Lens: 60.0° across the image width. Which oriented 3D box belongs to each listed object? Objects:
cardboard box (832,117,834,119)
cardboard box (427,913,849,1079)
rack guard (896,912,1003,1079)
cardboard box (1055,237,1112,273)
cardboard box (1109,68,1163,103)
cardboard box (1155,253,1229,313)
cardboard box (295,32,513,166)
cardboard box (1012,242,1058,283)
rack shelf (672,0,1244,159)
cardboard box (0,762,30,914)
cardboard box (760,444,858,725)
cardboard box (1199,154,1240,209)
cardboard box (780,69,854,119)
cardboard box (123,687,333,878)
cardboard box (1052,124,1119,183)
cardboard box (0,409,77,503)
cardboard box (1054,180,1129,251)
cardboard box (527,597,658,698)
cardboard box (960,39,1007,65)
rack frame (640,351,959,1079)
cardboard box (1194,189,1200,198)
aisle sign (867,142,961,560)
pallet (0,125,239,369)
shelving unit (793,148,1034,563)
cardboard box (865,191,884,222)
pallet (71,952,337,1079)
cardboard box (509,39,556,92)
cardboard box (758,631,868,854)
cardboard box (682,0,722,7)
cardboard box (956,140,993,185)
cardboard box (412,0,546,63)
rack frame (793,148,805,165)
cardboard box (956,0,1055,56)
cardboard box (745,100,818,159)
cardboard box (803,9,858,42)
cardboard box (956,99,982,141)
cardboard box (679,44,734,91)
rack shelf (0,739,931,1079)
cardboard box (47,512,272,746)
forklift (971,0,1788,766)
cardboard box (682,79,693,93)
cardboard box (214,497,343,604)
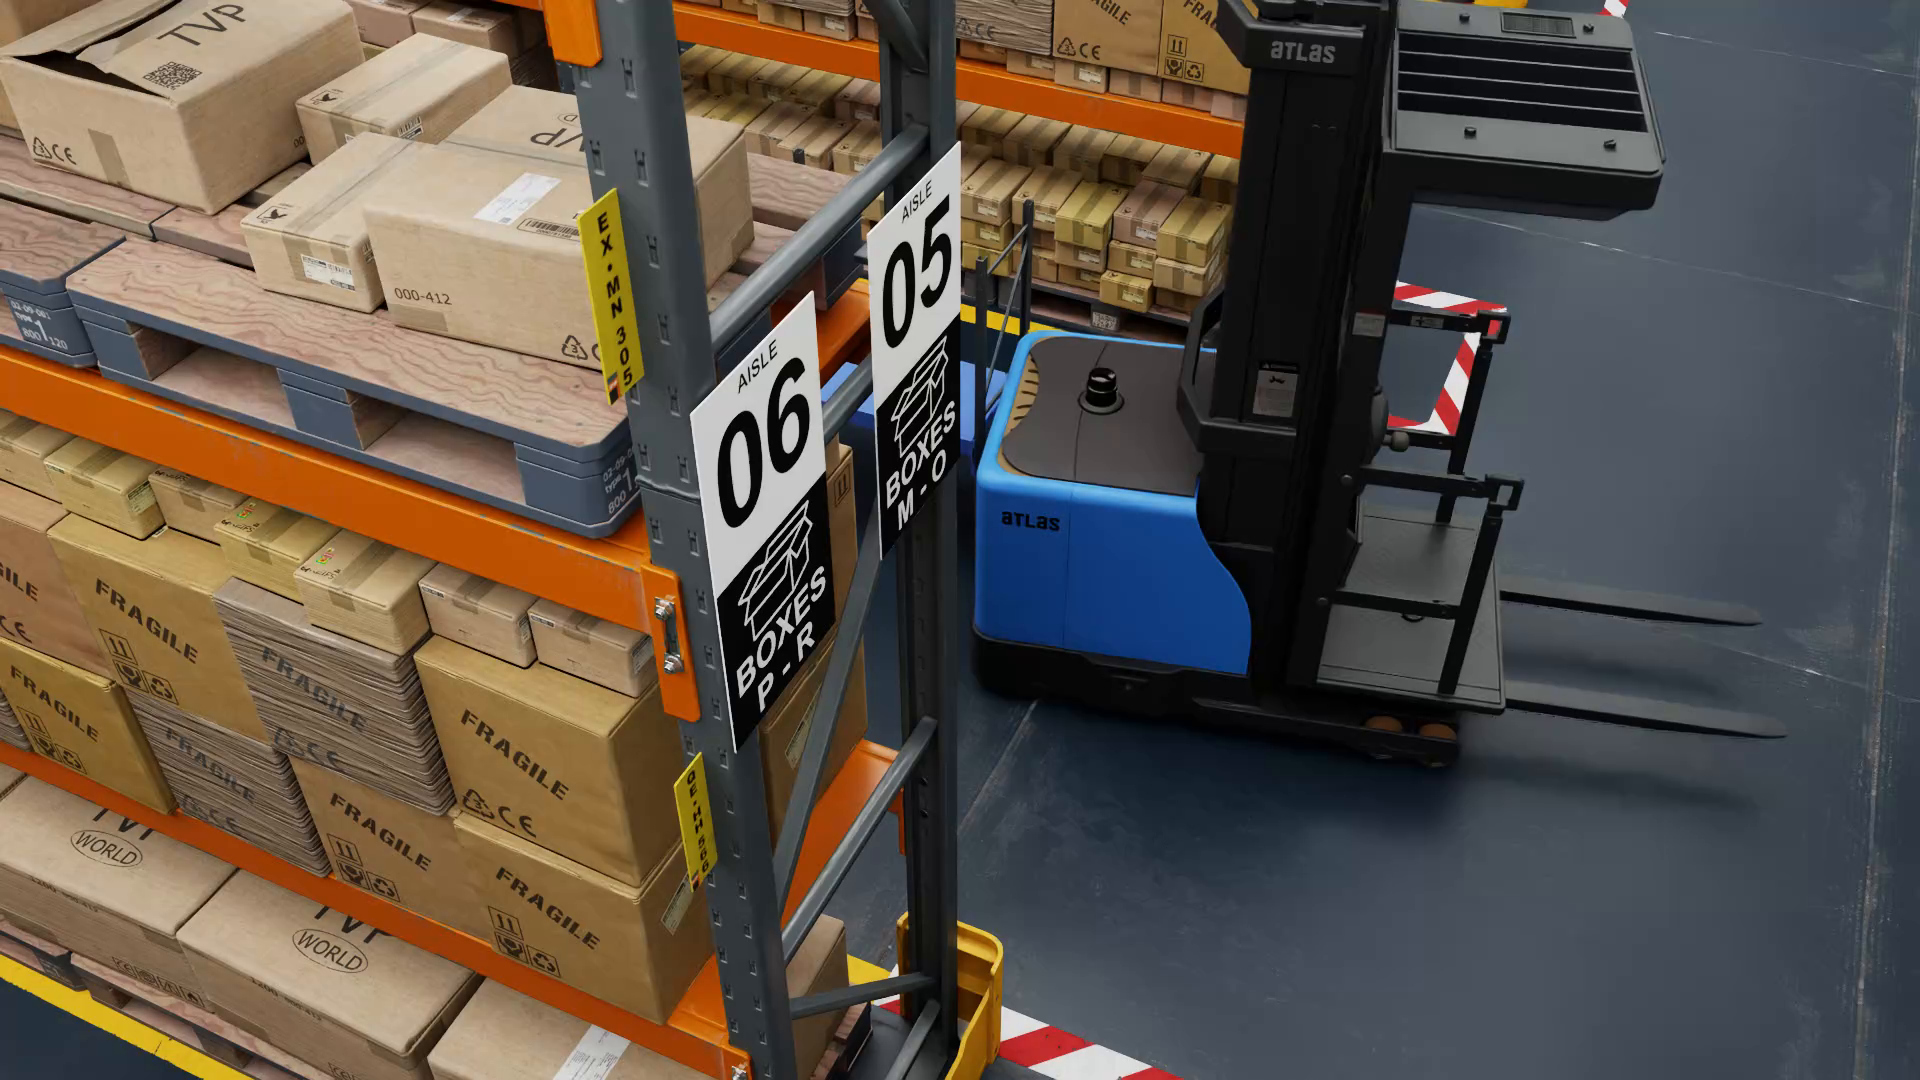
[{"bbox_3d":[-0.789,-2.347,9.297,0.250,0.149,0.380,17,44,19],"label":"cardboard box"},{"bbox_3d":[-0.912,1.449,4.924,0.875,0.438,0.875,16,43,17],"label":"cardboard box"},{"bbox_3d":[-0.250,1.714,4.891,0.348,0.500,1.175,17,44,19],"label":"rack guard"},{"bbox_3d":[0.659,-1.517,8.338,0.250,0.149,0.380,15,43,17],"label":"cardboard box"},{"bbox_3d":[0.872,-2.182,7.670,0.250,0.149,0.380,17,44,18],"label":"cardboard box"},{"bbox_3d":[1.165,-1.307,8.323,0.250,0.149,0.380,18,44,19],"label":"cardboard box"},{"bbox_3d":[-1.160,-0.910,3.514,0.250,0.149,0.380,19,44,20],"label":"cardboard box"},{"bbox_3d":[0.456,-1.503,8.549,0.250,0.149,0.380,17,44,19],"label":"cardboard box"},{"bbox_3d":[-0.083,-2.485,8.376,4.000,0.370,1.077,17,44,19],"label":"rack shelf"},{"bbox_3d":[-3.373,0.702,5.785,0.875,0.438,0.875,16,44,18],"label":"cardboard box"},{"bbox_3d":[-0.586,0.045,4.068,0.500,0.500,0.500,16,43,18],"label":"cardboard box"},{"bbox_3d":[1.399,-1.856,8.503,0.250,0.149,0.380,15,43,17],"label":"cardboard box"},{"bbox_3d":[-0.784,-2.443,9.180,0.250,0.149,0.380,18,44,20],"label":"cardboard box"},{"bbox_3d":[-1.739,0.464,4.348,0.500,0.500,0.500,18,44,20],"label":"cardboard box"},{"bbox_3d":[0.664,-2.026,8.700,0.250,0.149,0.380,15,43,17],"label":"cardboard box"},{"bbox_3d":[-2.091,-0.283,3.951,0.250,0.149,0.380,18,44,20],"label":"cardboard box"},{"bbox_3d":[0.651,-1.606,8.214,0.250,0.149,0.380,16,43,18],"label":"cardboard box"},{"bbox_3d":[-0.682,0.122,3.484,0.250,0.149,0.380,18,44,19],"label":"cardboard box"},{"bbox_3d":[0.185,-2.440,7.966,0.250,0.149,0.380,15,43,17],"label":"cardboard box"},{"bbox_3d":[-0.272,0.763,4.080,0.127,3.000,1.000,17,44,19],"label":"rack frame"},{"bbox_3d":[1.139,-1.804,8.670,0.250,0.149,0.380,17,44,18],"label":"cardboard box"},{"bbox_3d":[-0.084,-0.372,3.404,0.004,0.787,0.394,17,44,19],"label":"aisle sign"},{"bbox_3d":[-2.058,-0.873,3.745,1.213,0.211,1.003,17,44,19],"label":"pallet"},{"bbox_3d":[-0.290,-0.752,6.973,1.048,1.500,0.538,16,44,18],"label":"shelving unit"},{"bbox_3d":[-0.301,-1.794,8.659,0.250,0.149,0.380,17,44,19],"label":"cardboard box"},{"bbox_3d":[-2.131,1.303,5.586,1.213,0.211,1.003,17,44,19],"label":"pallet"},{"bbox_3d":[-2.672,-2.580,9.525,0.500,0.500,0.500,16,43,18],"label":"cardboard box"},{"bbox_3d":[-0.585,0.422,4.397,0.500,0.500,0.500,17,44,18],"label":"cardboard box"},{"bbox_3d":[-1.247,-2.873,8.466,0.250,0.149,0.380,15,43,17],"label":"cardboard box"},{"bbox_3d":[-0.016,-1.895,8.548,0.250,0.149,0.380,16,43,17],"label":"cardboard box"},{"bbox_3d":[-2.677,-2.865,9.280,0.500,0.250,0.500,16,43,18],"label":"cardboard box"},{"bbox_3d":[-0.754,-0.889,7.130,0.032,1.500,0.500,16,44,18],"label":"rack frame"},{"bbox_3d":[0.286,-2.605,7.662,0.500,0.500,0.500,17,44,19],"label":"cardboard box"},{"bbox_3d":[-0.950,-2.188,8.886,0.250,0.149,0.380,16,43,18],"label":"cardboard box"},{"bbox_3d":[-0.563,-2.607,8.160,0.250,0.149,0.380,19,44,20],"label":"cardboard box"},{"bbox_3d":[-0.071,-2.222,8.925,0.250,0.149,0.380,17,44,19],"label":"cardboard box"},{"bbox_3d":[-1.463,-2.673,9.446,0.250,0.149,0.380,18,44,20],"label":"cardboard box"},{"bbox_3d":[-2.084,0.481,4.954,4.000,0.370,1.077,17,44,19],"label":"rack shelf"},{"bbox_3d":[-1.742,0.089,4.017,0.500,0.500,0.500,17,44,18],"label":"cardboard box"},{"bbox_3d":[1.614,-0.637,5.747,3.031,2.935,1.130,8,42,9],"label":"forklift"},{"bbox_3d":[-1.671,-2.399,9.129,0.250,0.149,0.380,19,44,20],"label":"cardboard box"},{"bbox_3d":[-1.402,-0.050,3.683,0.250,0.149,0.380,18,44,20],"label":"cardboard box"}]
